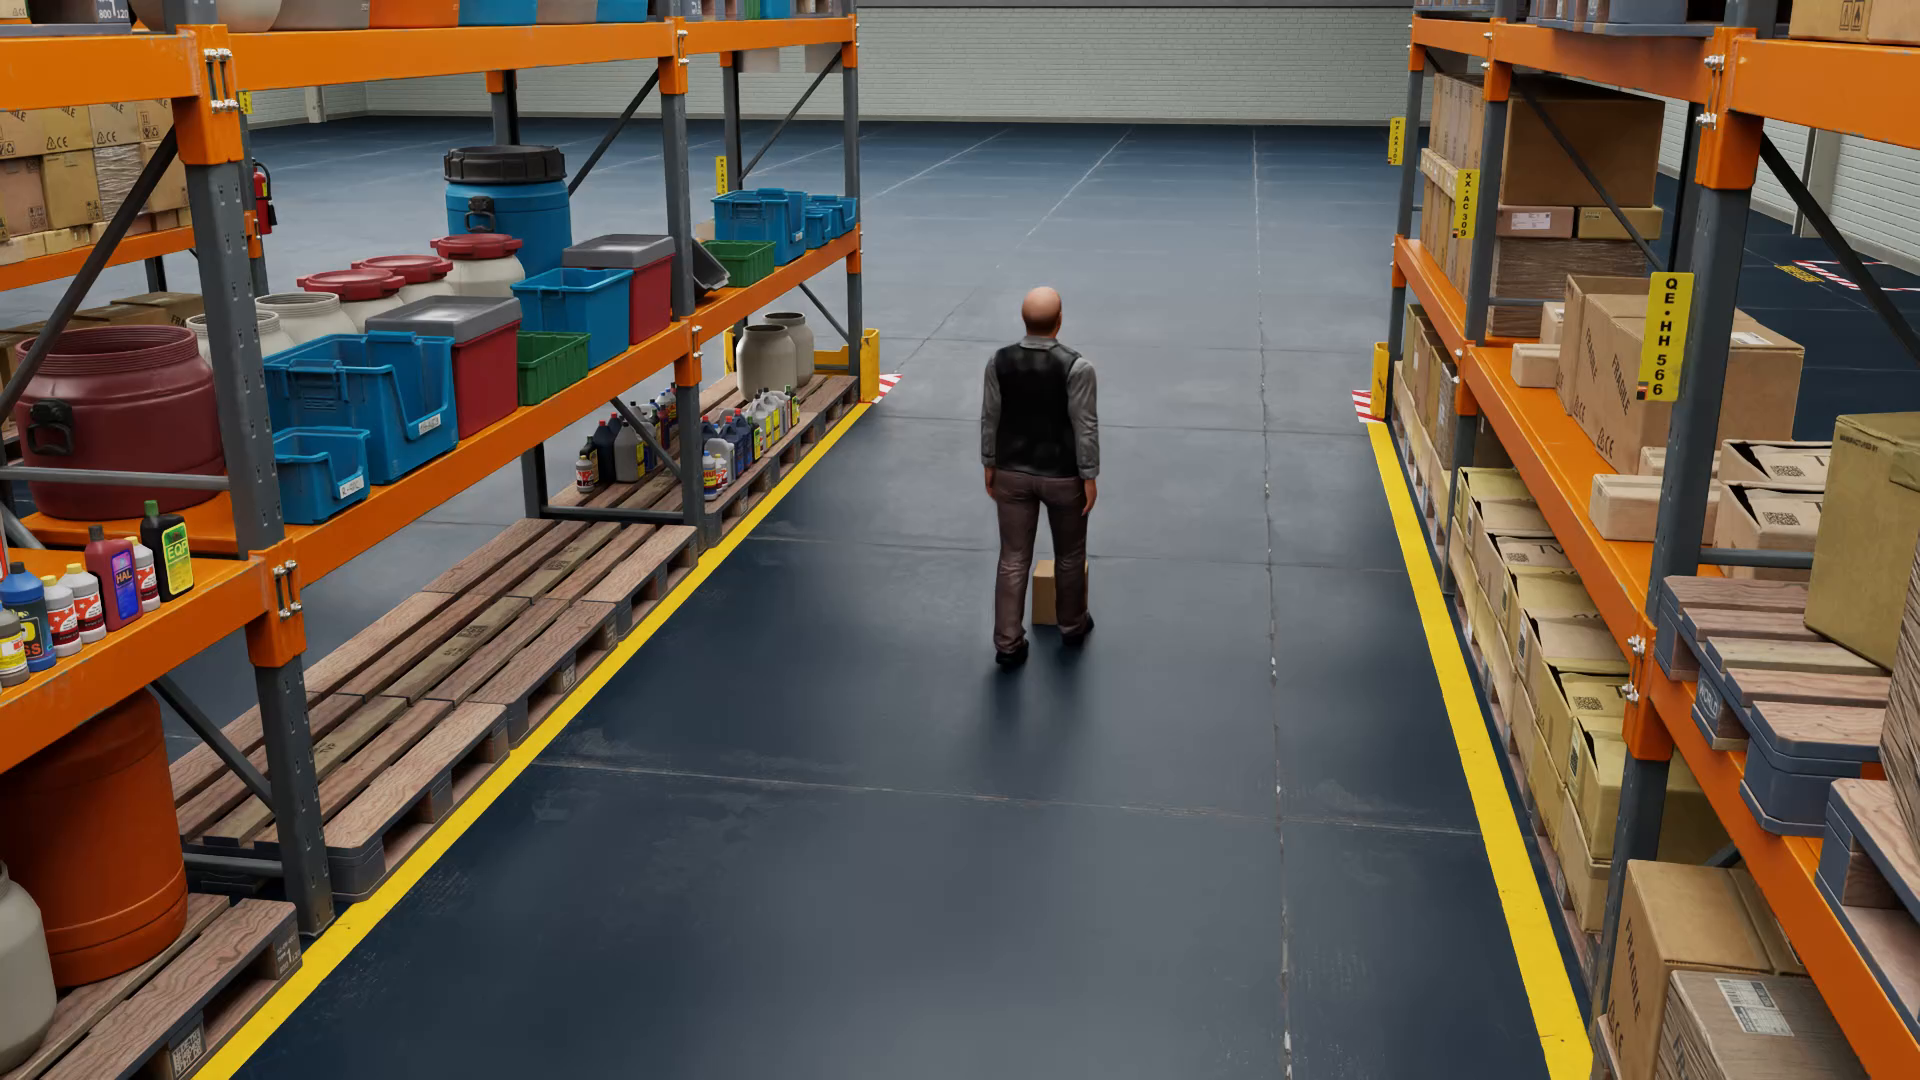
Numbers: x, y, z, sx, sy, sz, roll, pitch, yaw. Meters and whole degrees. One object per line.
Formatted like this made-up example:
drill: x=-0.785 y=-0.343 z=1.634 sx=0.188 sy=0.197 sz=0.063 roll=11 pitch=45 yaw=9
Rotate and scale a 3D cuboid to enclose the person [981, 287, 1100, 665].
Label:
person: x=0.386 y=-0.310 z=7.561 sx=0.559 sy=1.715 sz=0.714 roll=6 pitch=19 yaw=17
